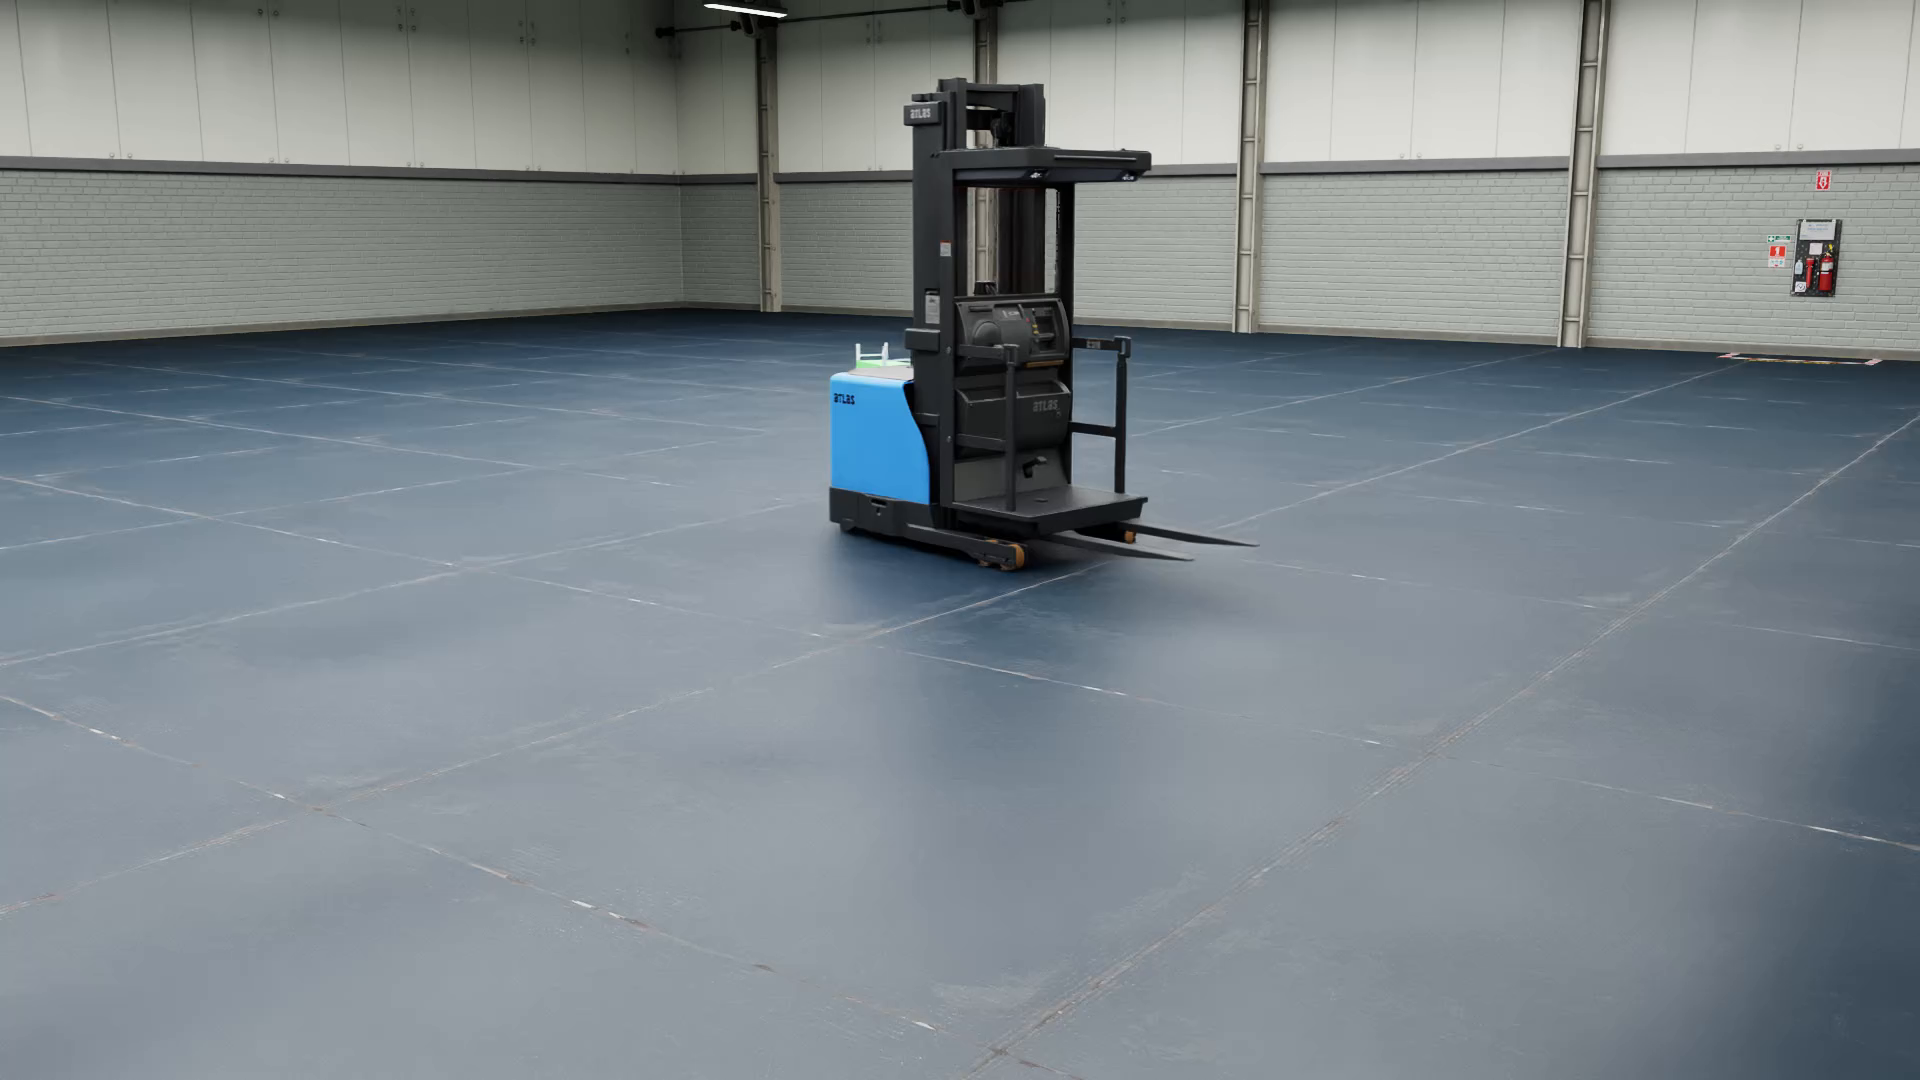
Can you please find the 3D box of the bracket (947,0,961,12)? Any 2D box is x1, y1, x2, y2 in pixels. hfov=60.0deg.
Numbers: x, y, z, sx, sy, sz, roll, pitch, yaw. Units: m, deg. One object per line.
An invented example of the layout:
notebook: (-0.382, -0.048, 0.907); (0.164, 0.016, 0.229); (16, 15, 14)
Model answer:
bracket: (-0.038, -10.746, 33.406); (0.430, 0.232, 0.235); (8, 13, 36)

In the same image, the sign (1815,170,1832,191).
sign: (13.098, -5.455, 25.227); (0.199, 0.298, 0.001); (8, 13, 36)

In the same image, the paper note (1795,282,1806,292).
paper note: (12.944, -3.899, 25.605); (0.142, 0.148, 0.016); (8, 13, 36)

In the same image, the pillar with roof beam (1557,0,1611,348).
pillar with roof beam: (7.631, -6.978, 23.407); (0.400, 9.000, 9.100); (8, 13, 36)

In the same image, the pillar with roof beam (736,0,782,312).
pillar with roof beam: (-6.877, -9.002, 33.868); (0.548, 9.000, 9.100); (8, 13, 36)

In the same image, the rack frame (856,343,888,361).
rack frame: (-0.640, -0.842, 12.222); (0.240, 1.200, 0.015); (-5, 12, -25)

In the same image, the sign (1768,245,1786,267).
sign: (12.661, -4.396, 25.763); (0.234, 0.329, 0.001); (8, 13, 36)

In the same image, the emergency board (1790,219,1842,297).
emergency board: (13.046, -4.301, 25.363); (0.643, 1.169, 0.194); (8, 13, 36)

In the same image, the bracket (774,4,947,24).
bracket: (-2.128, -11.037, 34.913); (4.783, 0.066, 0.076); (8, 13, 36)

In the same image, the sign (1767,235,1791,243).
sign: (12.660, -4.655, 25.703); (0.331, 0.109, 0.001); (8, 13, 36)

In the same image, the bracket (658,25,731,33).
bracket: (-6.308, -11.620, 37.927); (3.189, 0.066, 0.076); (8, 13, 36)

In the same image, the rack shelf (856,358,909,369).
rack shelf: (-0.535, -1.209, 11.927); (0.258, 0.148, 0.480); (-5, 12, -25)

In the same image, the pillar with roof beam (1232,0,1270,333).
pillar with roof beam: (2.795, -7.653, 26.894); (0.400, 9.000, 9.100); (8, 13, 36)

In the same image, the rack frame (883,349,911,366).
rack frame: (-0.429, -0.758, 11.790); (0.240, 1.200, 0.015); (-5, 12, -25)

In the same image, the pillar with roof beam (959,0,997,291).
pillar with roof beam: (-2.041, -8.327, 30.381); (0.548, 9.000, 9.100); (8, 13, 36)

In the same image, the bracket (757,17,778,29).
bracket: (-4.205, -11.327, 36.411); (0.430, 0.232, 0.235); (8, 13, 36)

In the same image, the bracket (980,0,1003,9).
bracket: (0.632, -10.652, 32.924); (0.430, 0.232, 0.235); (8, 13, 36)

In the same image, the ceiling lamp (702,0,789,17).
ceiling lamp: (-4.151, -11.333, 30.549); (0.800, 3.185, 2.000); (8, 13, 36)

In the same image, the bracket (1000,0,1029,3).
bracket: (2.708, -10.363, 31.426); (4.783, 0.066, 0.076); (8, 13, 36)

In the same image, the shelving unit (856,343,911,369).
shelving unit: (-0.535, -0.800, 12.006); (0.258, 1.200, 0.503); (-5, 12, -25)

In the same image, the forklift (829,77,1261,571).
forklift: (0.484, -1.361, 10.347); (1.130, 2.935, 3.031); (-10, 15, -42)

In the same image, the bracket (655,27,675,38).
bracket: (-6.784, -11.687, 38.270); (0.430, 0.232, 0.235); (8, 13, 36)

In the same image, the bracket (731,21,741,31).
bracket: (-4.874, -11.420, 36.893); (0.430, 0.232, 0.235); (8, 13, 36)
